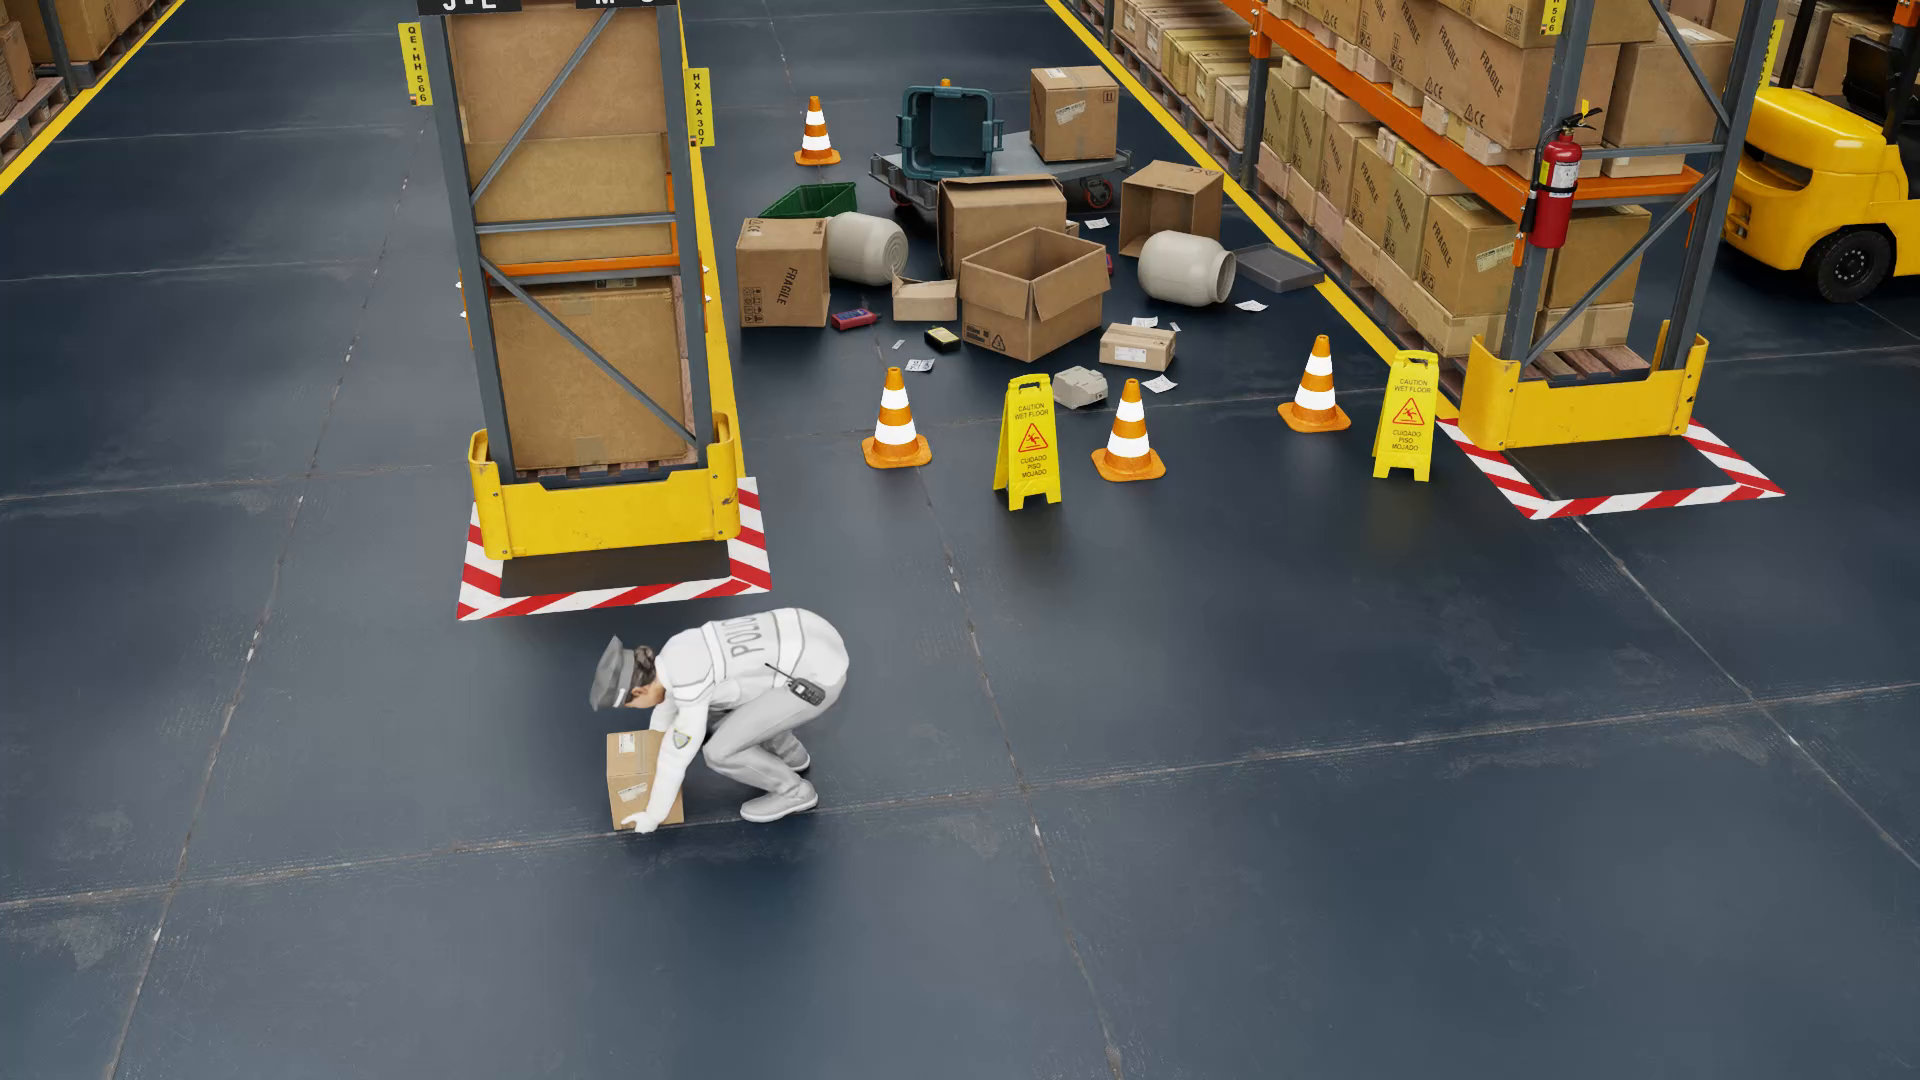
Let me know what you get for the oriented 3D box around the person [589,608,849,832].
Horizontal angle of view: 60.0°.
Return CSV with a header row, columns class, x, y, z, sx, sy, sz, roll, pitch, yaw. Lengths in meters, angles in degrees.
class,x,y,z,sx,sy,sz,roll,pitch,yaw
person,-0.851,0.637,5.980,0.915,0.758,0.456,-6,31,-10
